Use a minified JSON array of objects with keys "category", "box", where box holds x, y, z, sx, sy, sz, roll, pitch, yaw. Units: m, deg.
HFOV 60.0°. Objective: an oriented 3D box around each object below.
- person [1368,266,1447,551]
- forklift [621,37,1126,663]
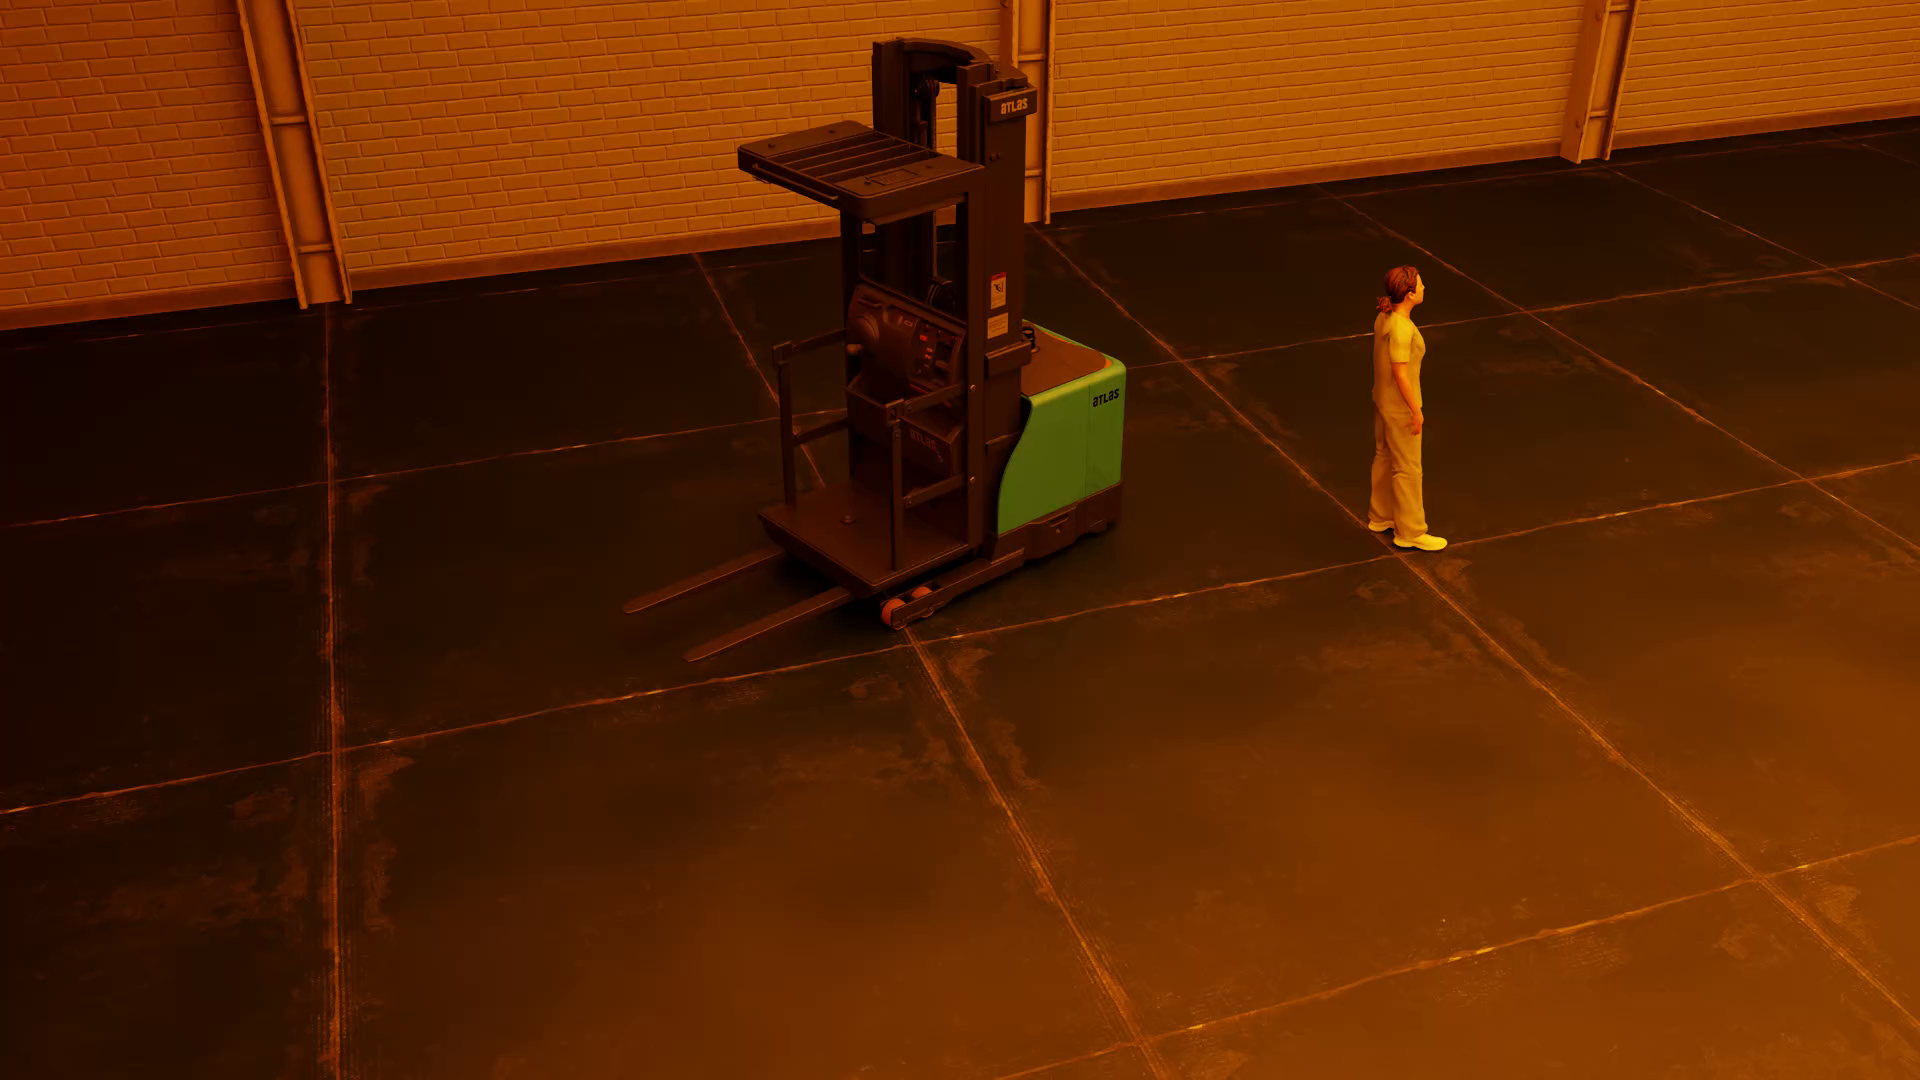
[{"category":"person","box":[2.623,-0.790,9.704,0.548,1.673,0.550,-1,30,-1]},{"category":"forklift","box":[-0.461,-1.072,8.951,3.031,2.935,1.130,-23,37,-34]}]
